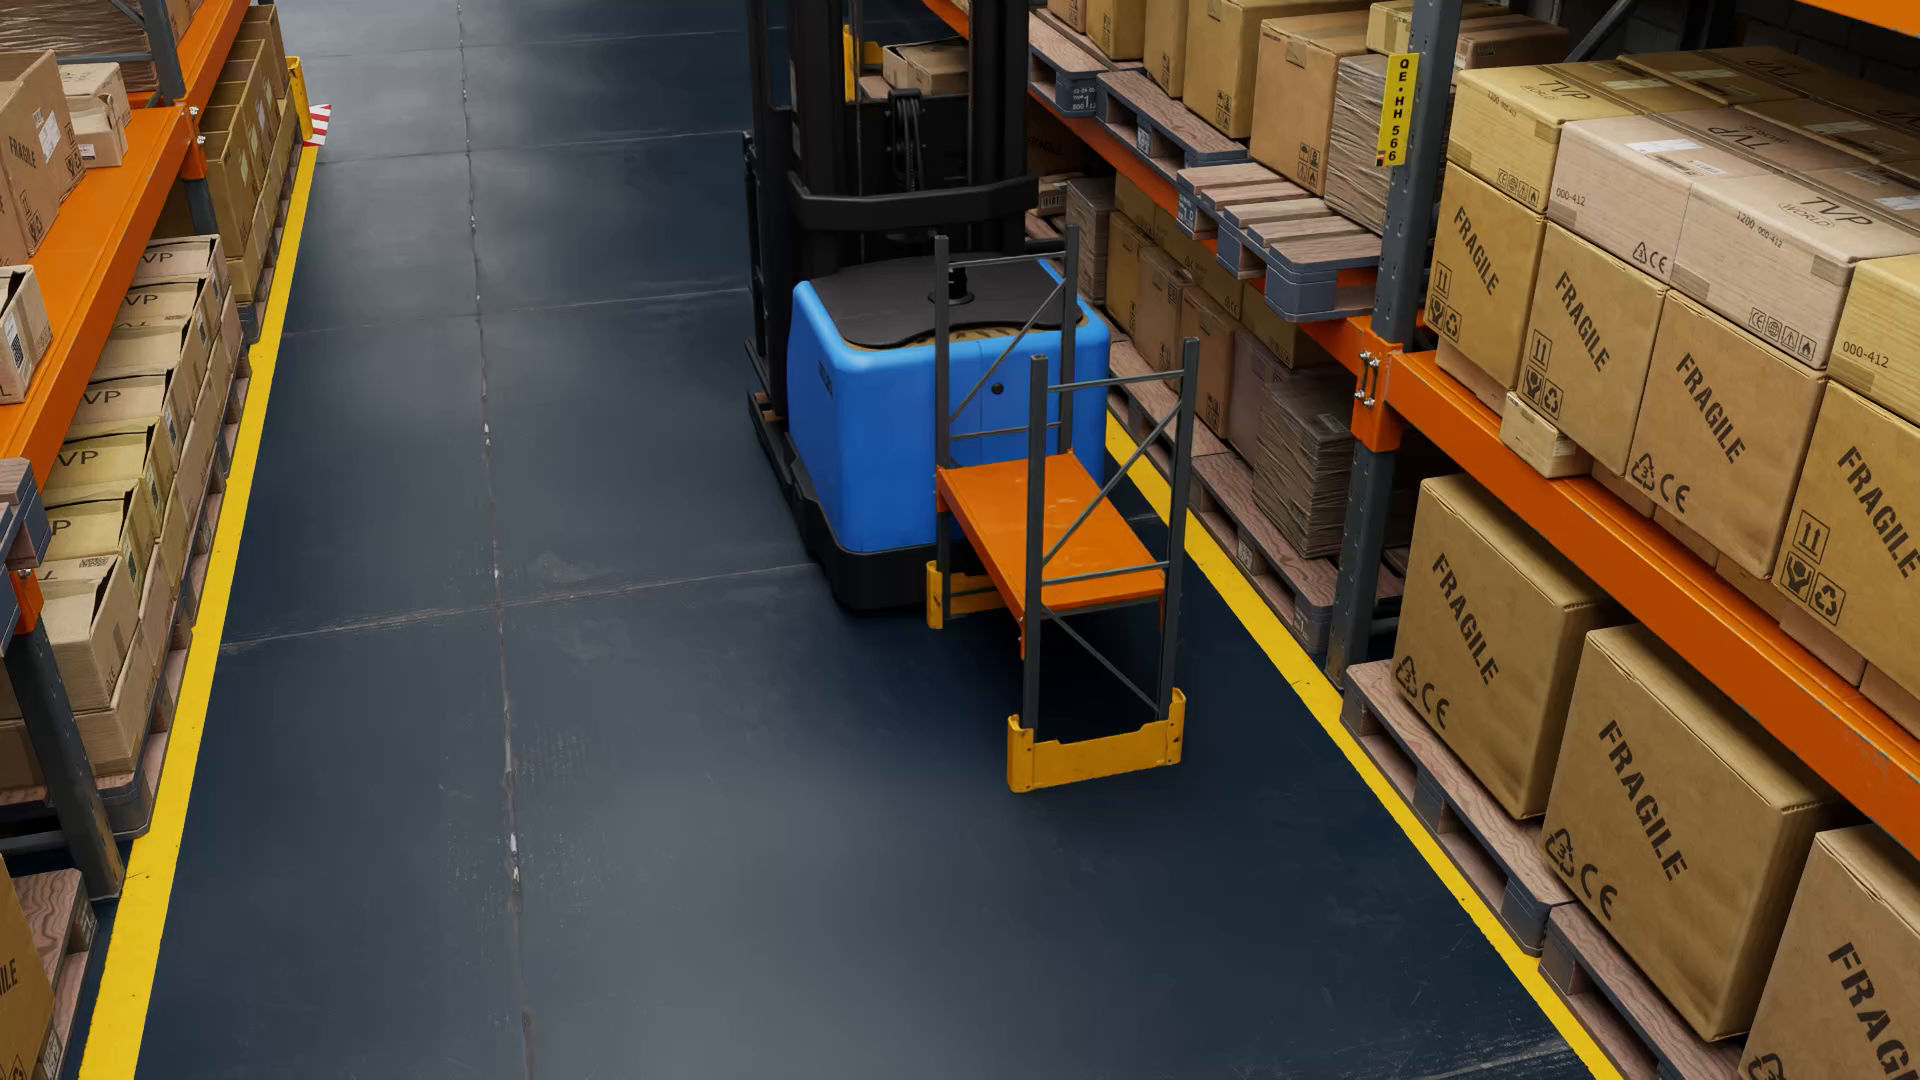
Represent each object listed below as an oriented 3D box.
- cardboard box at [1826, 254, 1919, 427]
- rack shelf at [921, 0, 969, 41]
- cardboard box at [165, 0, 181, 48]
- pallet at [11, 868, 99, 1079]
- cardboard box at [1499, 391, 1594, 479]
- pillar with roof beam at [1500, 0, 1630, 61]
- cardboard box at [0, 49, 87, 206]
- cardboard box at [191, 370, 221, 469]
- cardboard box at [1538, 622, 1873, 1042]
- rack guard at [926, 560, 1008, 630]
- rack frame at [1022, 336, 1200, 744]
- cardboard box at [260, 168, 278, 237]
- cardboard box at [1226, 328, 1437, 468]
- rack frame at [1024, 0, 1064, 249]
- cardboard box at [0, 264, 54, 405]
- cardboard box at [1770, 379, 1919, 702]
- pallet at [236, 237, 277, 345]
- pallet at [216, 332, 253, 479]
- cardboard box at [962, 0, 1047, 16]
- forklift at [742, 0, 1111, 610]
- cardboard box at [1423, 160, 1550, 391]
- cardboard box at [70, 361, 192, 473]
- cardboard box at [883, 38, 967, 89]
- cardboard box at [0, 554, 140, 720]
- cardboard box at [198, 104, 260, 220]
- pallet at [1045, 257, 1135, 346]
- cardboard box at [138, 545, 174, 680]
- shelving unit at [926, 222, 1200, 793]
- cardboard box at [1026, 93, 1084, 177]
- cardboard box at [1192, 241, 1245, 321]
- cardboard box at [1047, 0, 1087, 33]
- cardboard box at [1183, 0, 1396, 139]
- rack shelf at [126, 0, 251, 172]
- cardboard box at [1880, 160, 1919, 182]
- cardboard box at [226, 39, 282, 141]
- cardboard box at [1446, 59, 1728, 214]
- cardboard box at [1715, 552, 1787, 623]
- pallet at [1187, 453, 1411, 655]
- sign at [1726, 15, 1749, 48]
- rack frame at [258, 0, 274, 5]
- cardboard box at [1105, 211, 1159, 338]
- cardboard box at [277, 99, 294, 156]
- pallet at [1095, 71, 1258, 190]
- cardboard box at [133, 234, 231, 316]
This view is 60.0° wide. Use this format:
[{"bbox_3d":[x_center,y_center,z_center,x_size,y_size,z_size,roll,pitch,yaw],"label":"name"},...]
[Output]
[{"bbox_3d":[2.088,-0.364,3.219,0.500,0.250,0.500,-8,31,-14],"label":"cardboard box"},{"bbox_3d":[0.202,-3.445,10.425,1.077,0.370,4.000,-8,31,-13],"label":"rack shelf"},{"bbox_3d":[-4.312,-2.640,8.217,0.700,0.500,0.500,-8,31,-14],"label":"cardboard box"},{"bbox_3d":[-2.819,1.375,4.164,1.003,0.211,1.213,-8,31,-13],"label":"pallet"},{"bbox_3d":[1.706,-0.306,4.515,0.380,0.149,0.250,-7,31,-12],"label":"cardboard box"},{"bbox_3d":[-1.867,-3.625,4.030,9.100,9.000,0.400,-8,31,-13],"label":"pillar with roof beam"},{"bbox_3d":[-3.714,-1.545,6.326,0.500,0.500,0.500,-6,31,-10],"label":"cardboard box"},{"bbox_3d":[-3.384,-0.468,6.890,0.500,0.250,0.500,-7,31,-12],"label":"cardboard box"},{"bbox_3d":[2.090,0.687,4.295,0.750,0.750,0.750,-8,31,-14],"label":"cardboard box"},{"bbox_3d":[0.164,0.168,6.210,0.587,0.250,0.087,-8,31,-14],"label":"rack guard"},{"bbox_3d":[0.441,0.107,5.068,0.500,1.500,0.032,-8,31,-14],"label":"rack frame"},{"bbox_3d":[-4.128,-1.870,9.312,0.500,0.250,0.500,-8,31,-13],"label":"cardboard box"},{"bbox_3d":[1.529,-0.572,6.799,0.700,0.500,0.500,-8,31,-13],"label":"cardboard box"},{"bbox_3d":[0.733,-2.790,8.576,1.000,3.000,0.127,-8,31,-13],"label":"rack frame"},{"bbox_3d":[-3.031,-0.617,4.910,0.500,0.311,0.500,-8,31,-14],"label":"cardboard box"},{"bbox_3d":[2.083,-0.026,3.383,0.500,0.500,0.500,-7,31,-12],"label":"cardboard box"},{"bbox_3d":[-4.213,-1.312,8.807,1.003,0.211,1.213,-8,31,-13],"label":"pallet"},{"bbox_3d":[-3.809,-0.572,7.528,1.003,0.211,1.213,-8,31,-13],"label":"pallet"},{"bbox_3d":[0.315,-2.922,8.934,0.500,0.250,0.500,-8,31,-13],"label":"cardboard box"},{"bbox_3d":[-0.342,-1.735,6.821,1.130,2.935,3.031,-8,31,-14],"label":"forklift"},{"bbox_3d":[1.677,-0.770,4.669,0.500,0.500,0.500,-7,31,-12],"label":"cardboard box"},{"bbox_3d":[-3.254,-0.471,6.336,0.500,0.311,0.500,-8,31,-14],"label":"cardboard box"},{"bbox_3d":[-0.232,-3.402,11.879,0.500,0.311,0.500,-11,32,-19],"label":"cardboard box"},{"bbox_3d":[-2.836,0.276,5.045,0.500,0.311,0.500,-7,31,-12],"label":"cardboard box"},{"bbox_3d":[-4.004,-1.952,8.705,0.500,0.500,0.500,-8,31,-13],"label":"cardboard box"},{"bbox_3d":[0.941,-1.207,8.625,1.003,0.211,1.213,-8,31,-13],"label":"pallet"},{"bbox_3d":[-2.970,0.276,5.604,0.500,0.250,0.500,-9,31,-15],"label":"cardboard box"},{"bbox_3d":[0.302,-0.133,5.483,0.587,1.500,1.083,-8,31,-14],"label":"shelving unit"},{"bbox_3d":[0.419,-2.395,9.949,0.500,0.500,0.500,-10,32,-17],"label":"cardboard box"},{"bbox_3d":[1.321,-1.163,7.073,0.500,0.250,0.500,-8,31,-14],"label":"cardboard box"},{"bbox_3d":[0.835,-2.773,8.008,0.700,0.500,0.500,-8,31,-13],"label":"cardboard box"},{"bbox_3d":[1.308,-1.916,6.527,0.700,0.500,0.500,-8,31,-13],"label":"cardboard box"},{"bbox_3d":[-4.573,-2.784,9.284,1.077,0.370,4.000,-8,31,-13],"label":"rack shelf"},{"bbox_3d":[2.432,-0.680,3.765,0.500,0.250,0.500,-9,31,-15],"label":"cardboard box"},{"bbox_3d":[-4.395,-2.677,9.958,0.500,0.500,0.500,-8,31,-13],"label":"cardboard box"},{"bbox_3d":[1.674,-1.096,4.484,0.500,0.250,0.500,-7,31,-12],"label":"cardboard box"},{"bbox_3d":[2.027,0.050,3.901,0.380,0.149,0.250,-7,31,-13],"label":"cardboard box"},{"bbox_3d":[1.589,-0.029,6.589,1.003,0.211,1.213,-8,31,-13],"label":"pallet"},{"bbox_3d":[2.329,-1.435,5.078,0.100,0.325,0.005,-8,31,-13],"label":"sign"},{"bbox_3d":[-5.104,-4.061,10.773,1.000,3.000,0.127,-8,31,-13],"label":"rack frame"},{"bbox_3d":[1.130,-1.302,8.062,0.700,0.500,0.500,-8,31,-14],"label":"cardboard box"},{"bbox_3d":[-4.532,-2.594,10.562,0.500,0.250,0.500,-8,31,-13],"label":"cardboard box"},{"bbox_3d":[1.230,-1.726,6.929,1.003,0.211,1.213,-8,31,-13],"label":"pallet"},{"bbox_3d":[-3.658,-1.206,7.606,0.500,0.311,0.500,-8,31,-13],"label":"cardboard box"}]
